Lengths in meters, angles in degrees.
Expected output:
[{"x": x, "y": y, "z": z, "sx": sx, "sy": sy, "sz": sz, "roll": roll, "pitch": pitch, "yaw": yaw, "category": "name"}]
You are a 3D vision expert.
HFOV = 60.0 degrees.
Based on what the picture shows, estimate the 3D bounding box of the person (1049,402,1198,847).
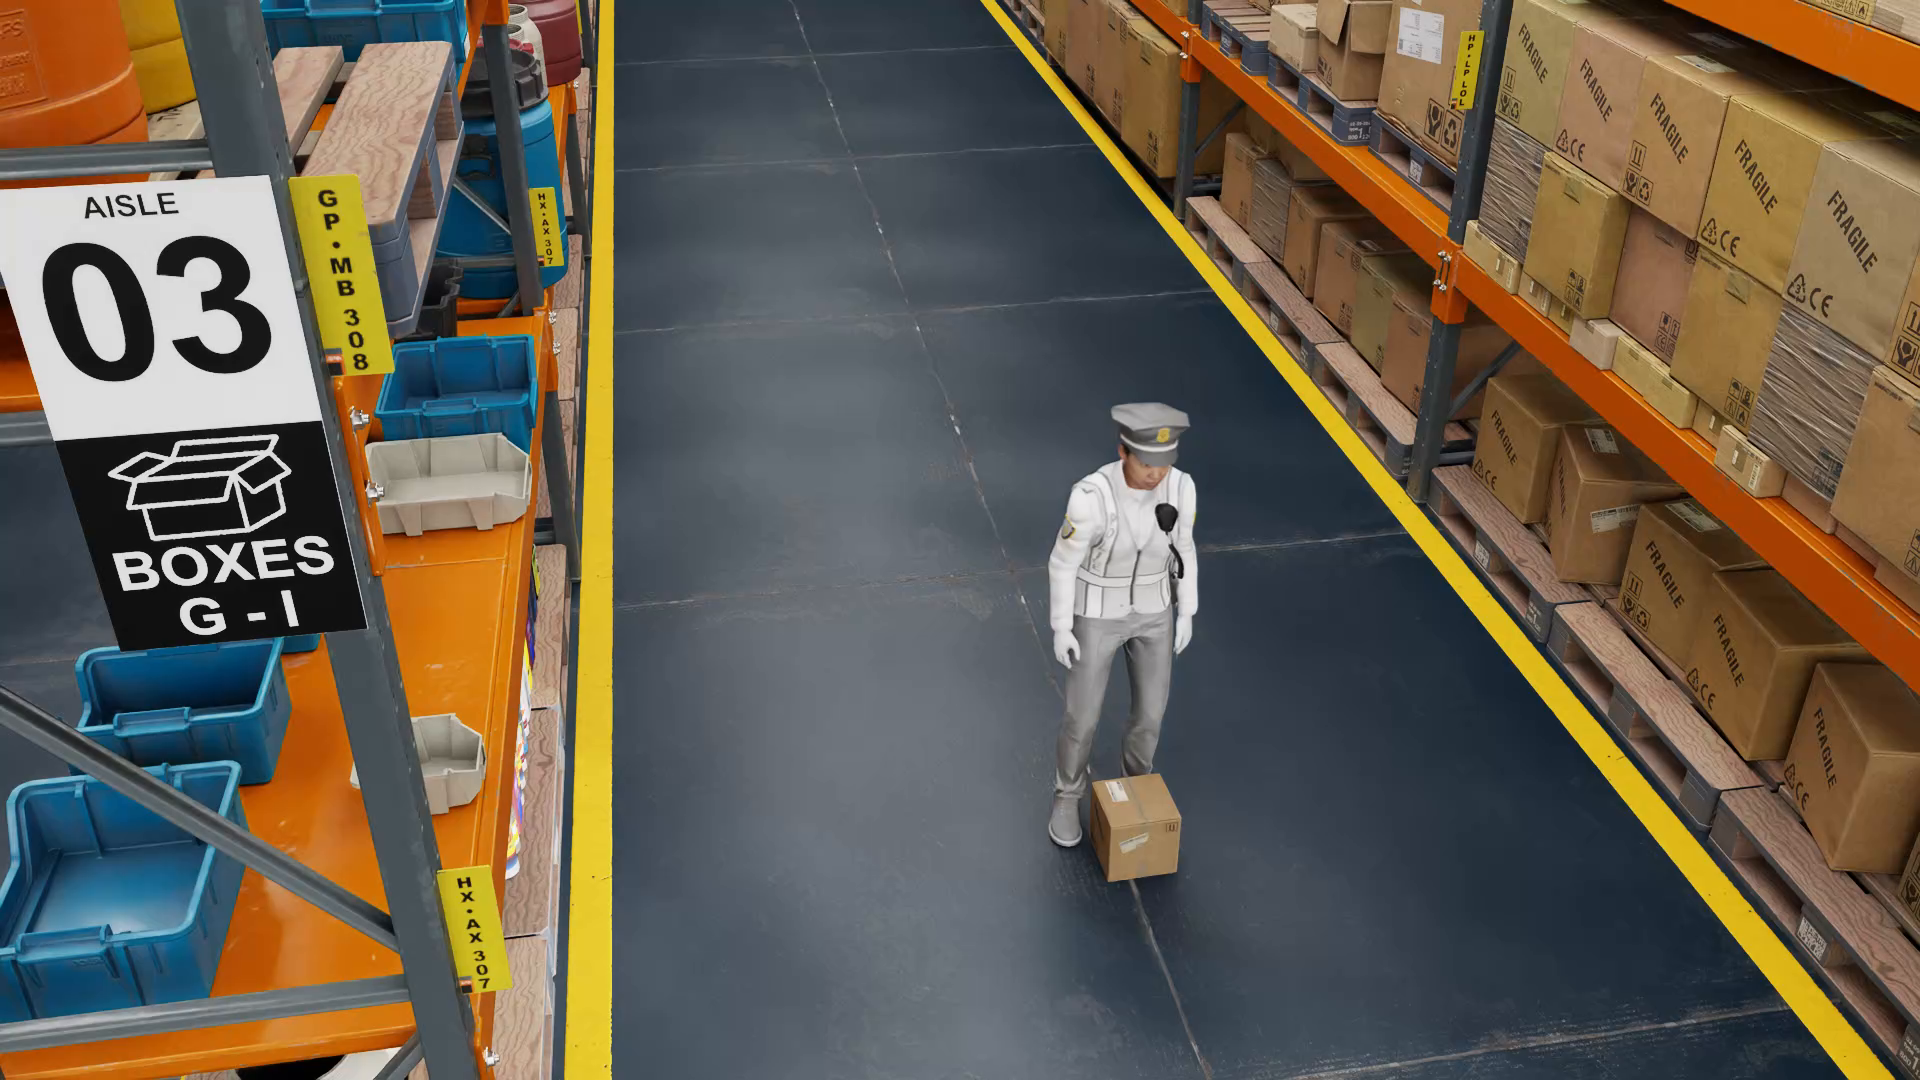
[{"x": 0.560, "y": 0.278, "z": 5.665, "sx": 0.529, "sy": 1.661, "sz": 0.375, "roll": -7, "pitch": 32, "yaw": -11, "category": "person"}]
